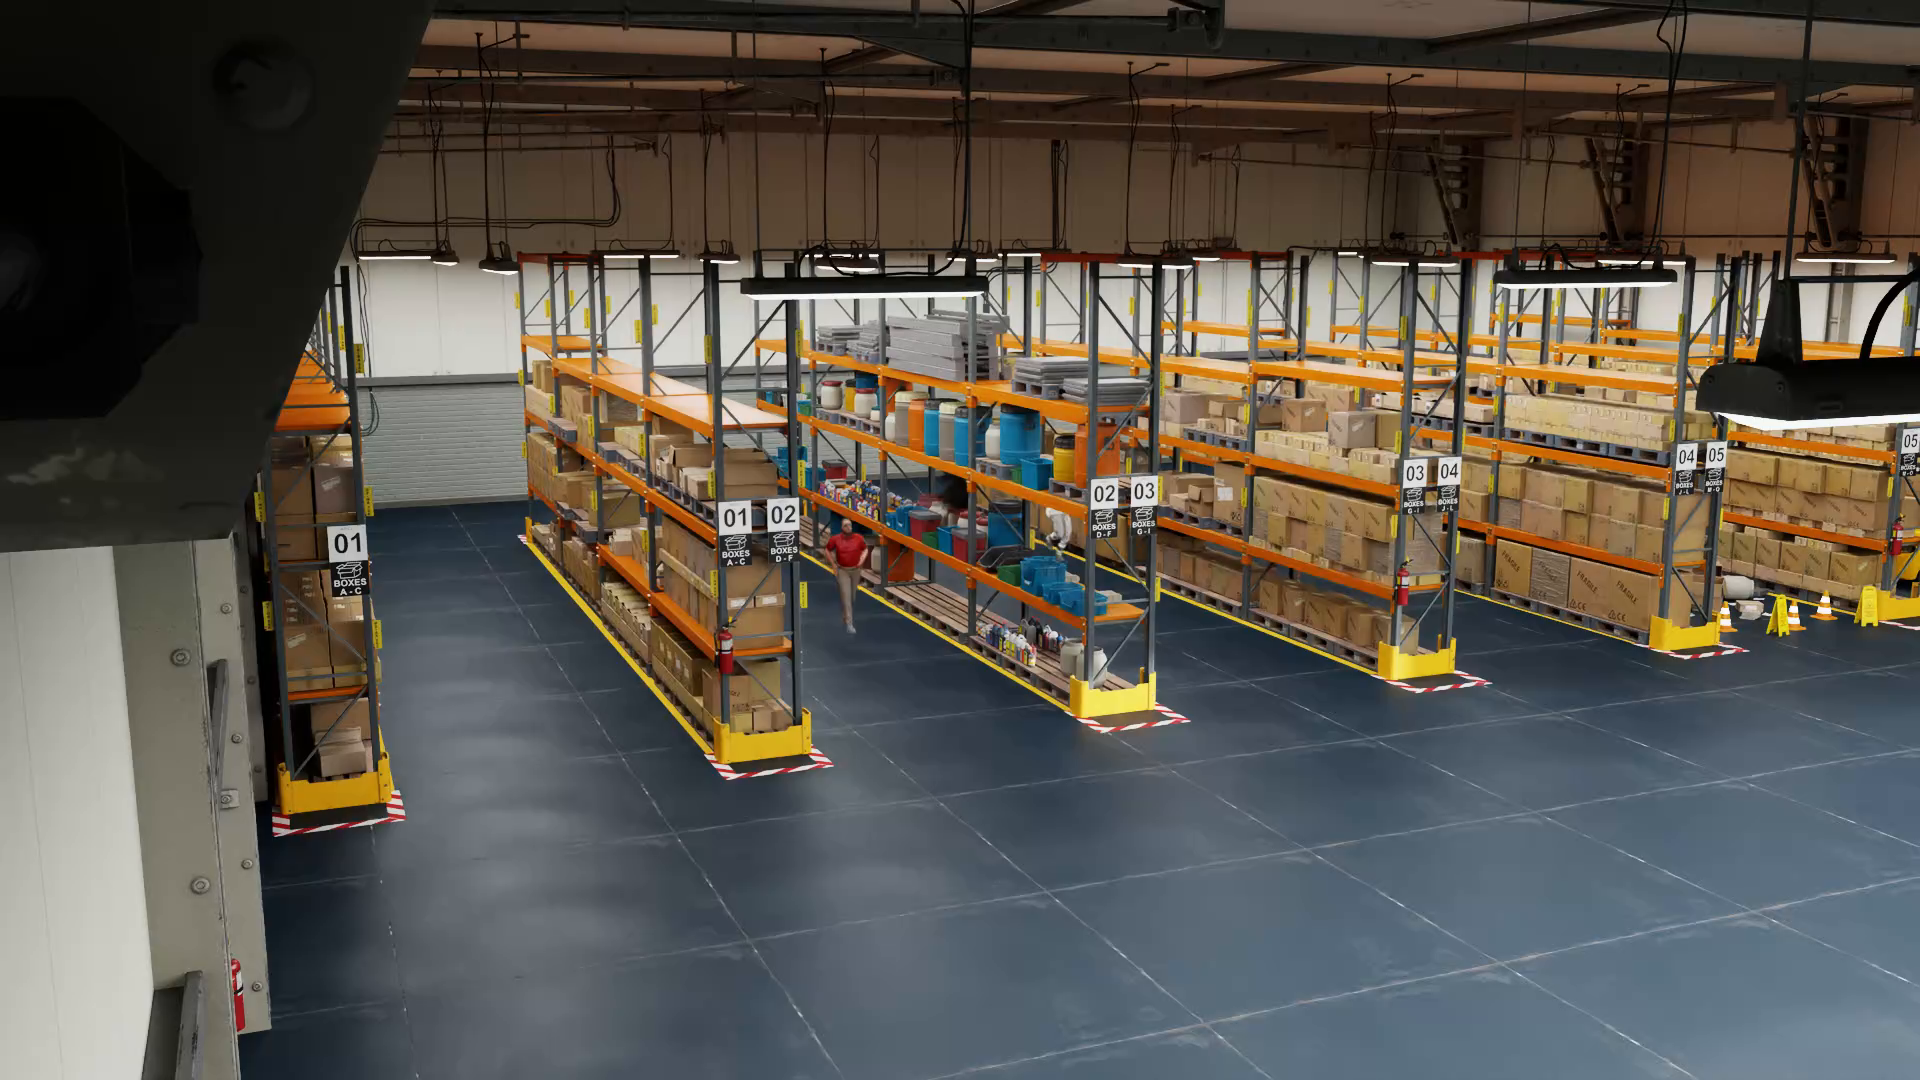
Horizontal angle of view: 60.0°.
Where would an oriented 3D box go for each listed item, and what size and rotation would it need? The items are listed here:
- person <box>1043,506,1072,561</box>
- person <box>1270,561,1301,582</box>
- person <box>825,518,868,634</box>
[{"bbox_3d":[1.871,-0.485,31.397,0.671,1.736,0.595,-6,12,-28],"label":"person"},{"bbox_3d":[6.071,-0.026,30.611,0.601,1.660,0.957,-6,12,-30],"label":"person"},{"bbox_3d":[-1.714,0.548,25.646,0.653,1.794,0.814,-4,11,-22],"label":"person"}]
